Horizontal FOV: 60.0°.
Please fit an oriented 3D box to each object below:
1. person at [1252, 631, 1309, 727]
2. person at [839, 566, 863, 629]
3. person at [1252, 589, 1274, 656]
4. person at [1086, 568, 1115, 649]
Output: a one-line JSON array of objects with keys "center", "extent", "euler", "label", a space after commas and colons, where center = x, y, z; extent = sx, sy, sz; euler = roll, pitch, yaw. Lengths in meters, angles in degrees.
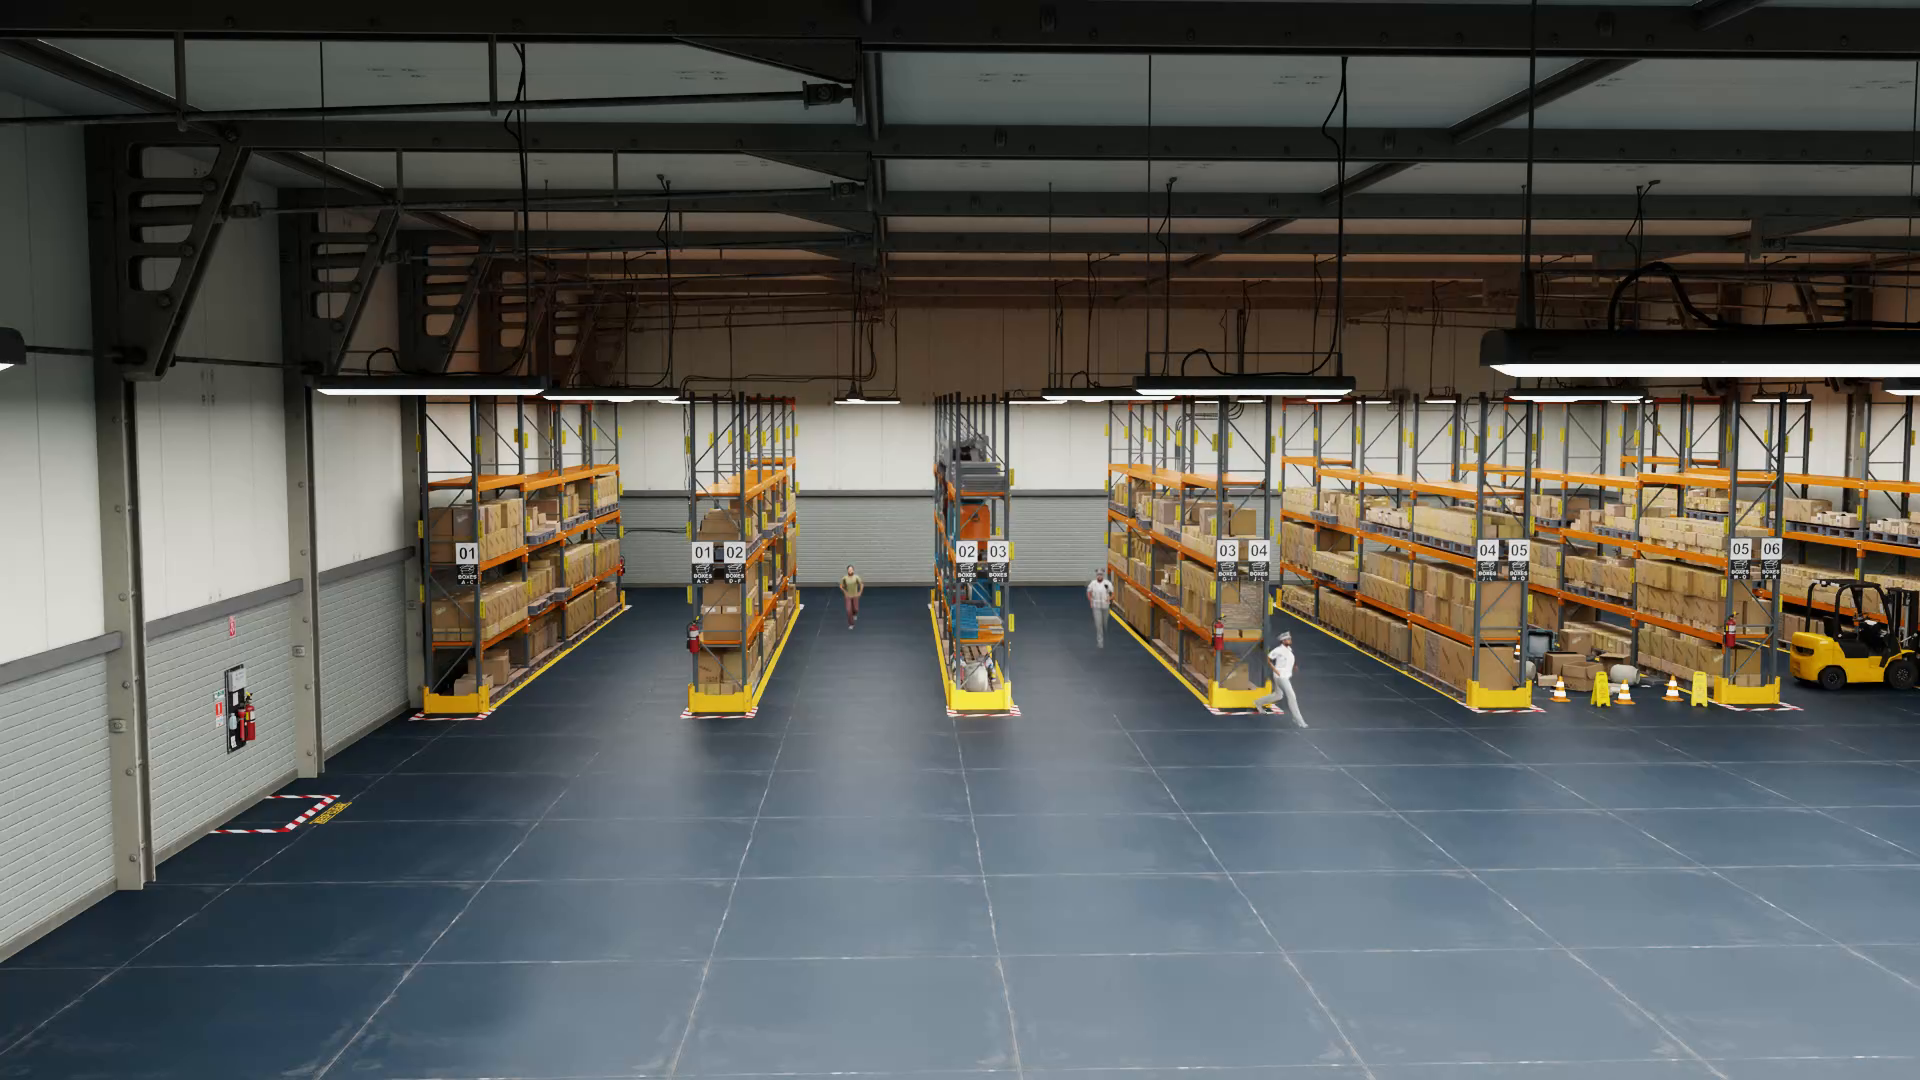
[{"center": [5.800, 2.491, 30.040], "extent": [1.079, 1.724, 0.545], "euler": [2, 5, 27], "label": "person"}, {"center": [-2.818, 1.470, 43.078], "extent": [0.620, 1.629, 0.567], "euler": [0, 5, -6], "label": "person"}, {"center": [6.972, 1.744, 38.434], "extent": [0.682, 1.808, 0.808], "euler": [-1, 5, -7], "label": "person"}, {"center": [3.209, 1.537, 37.819], "extent": [0.654, 1.813, 0.774], "euler": [0, 5, 0], "label": "person"}]
